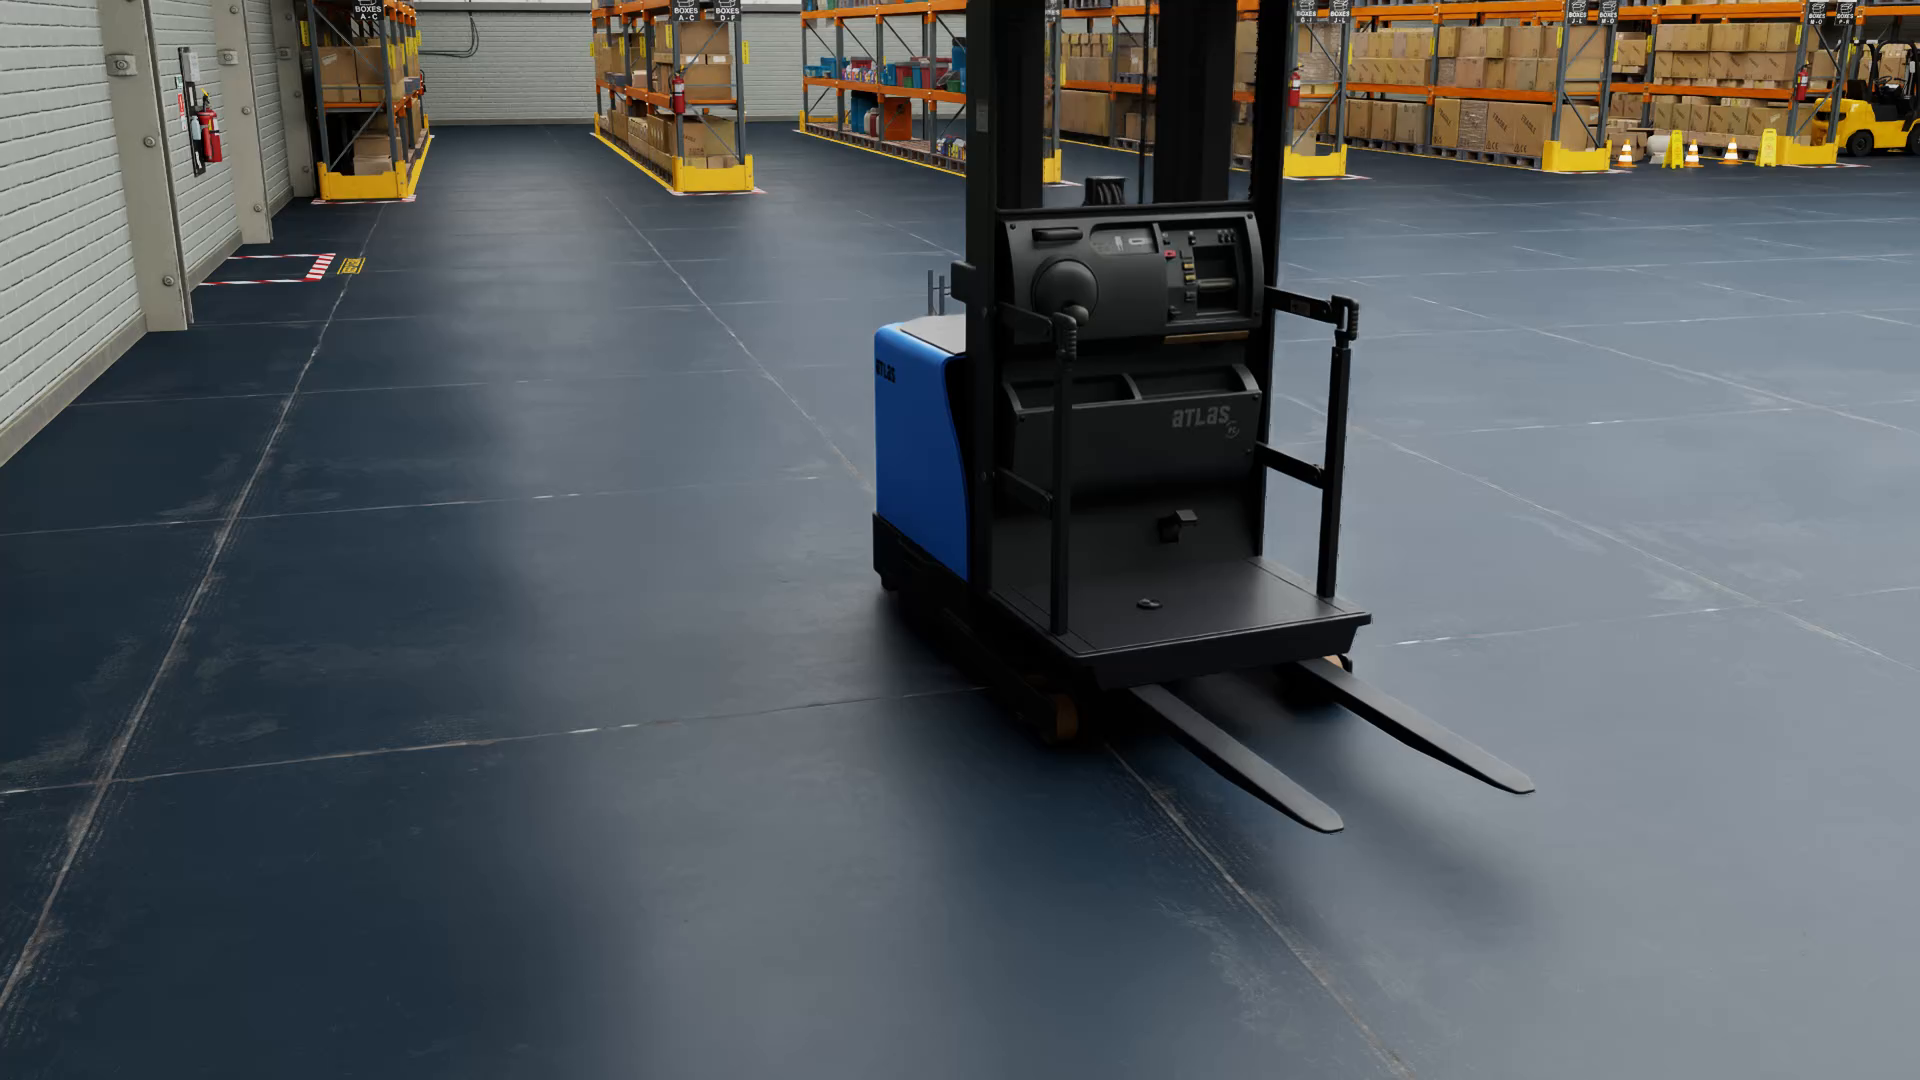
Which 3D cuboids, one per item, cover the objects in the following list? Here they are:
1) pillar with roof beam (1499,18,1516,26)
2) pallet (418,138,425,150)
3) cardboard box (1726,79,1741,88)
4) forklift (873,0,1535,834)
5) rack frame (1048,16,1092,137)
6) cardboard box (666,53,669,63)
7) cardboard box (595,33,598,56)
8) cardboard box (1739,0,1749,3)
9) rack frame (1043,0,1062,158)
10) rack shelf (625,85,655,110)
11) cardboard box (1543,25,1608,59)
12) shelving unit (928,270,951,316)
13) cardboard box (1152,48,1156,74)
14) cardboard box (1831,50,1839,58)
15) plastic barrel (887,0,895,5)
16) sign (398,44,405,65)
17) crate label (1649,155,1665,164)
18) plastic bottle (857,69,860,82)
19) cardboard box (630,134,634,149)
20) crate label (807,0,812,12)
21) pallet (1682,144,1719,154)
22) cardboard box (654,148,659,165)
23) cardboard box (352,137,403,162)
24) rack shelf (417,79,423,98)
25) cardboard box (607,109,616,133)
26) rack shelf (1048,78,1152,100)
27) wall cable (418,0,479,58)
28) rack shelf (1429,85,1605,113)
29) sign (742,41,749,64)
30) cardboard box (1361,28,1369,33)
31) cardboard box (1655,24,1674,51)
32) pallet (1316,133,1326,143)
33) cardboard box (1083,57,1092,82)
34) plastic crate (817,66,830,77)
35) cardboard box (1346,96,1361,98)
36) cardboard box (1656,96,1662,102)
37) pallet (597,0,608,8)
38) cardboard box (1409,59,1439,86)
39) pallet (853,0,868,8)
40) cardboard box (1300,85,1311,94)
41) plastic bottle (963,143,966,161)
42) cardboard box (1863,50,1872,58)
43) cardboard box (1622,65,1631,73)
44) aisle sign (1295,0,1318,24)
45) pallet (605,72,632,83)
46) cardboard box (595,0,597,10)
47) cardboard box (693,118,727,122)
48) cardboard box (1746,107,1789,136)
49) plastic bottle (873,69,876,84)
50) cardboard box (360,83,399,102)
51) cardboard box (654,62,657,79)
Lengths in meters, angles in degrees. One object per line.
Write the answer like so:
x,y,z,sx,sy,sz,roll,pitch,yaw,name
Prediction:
11.716,-16.425,46.489,9.100,9.000,0.400,-5,17,-15,pillar with roof beam
-11.474,-8.073,33.962,1.003,0.211,1.213,-5,17,-15,pallet
14.628,-8.570,31.205,0.380,0.149,0.250,-5,17,-16,cardboard box
0.668,-0.890,5.321,1.130,2.935,3.031,-7,18,-21,forklift
2.529,-10.791,38.163,1.000,3.000,0.127,-5,17,-15,rack frame
-4.416,-7.568,26.131,0.380,0.149,0.250,-5,17,-16,cardboard box
-8.077,-11.355,38.127,0.500,0.500,0.500,-5,17,-15,cardboard box
14.663,-10.005,30.767,0.380,0.149,0.250,-5,17,-17,cardboard box
1.065,-7.080,25.809,1.000,3.000,0.127,-5,17,-15,rack frame
-5.348,-8.005,30.138,1.077,0.370,4.000,-5,17,-15,rack shelf
10.559,-8.531,28.500,0.875,0.550,0.550,-5,17,-15,cardboard box
0.004,-0.571,7.266,0.258,1.200,0.189,-5,17,-15,shelving unit
4.162,-9.301,32.293,0.797,0.503,0.637,-3,17,-10,cardboard box
18.632,-10.261,35.096,0.380,0.149,0.250,-5,17,-16,cardboard box
-1.117,-10.726,31.859,0.600,0.901,0.600,0,17,0,plastic barrel
-9.041,-7.863,26.911,0.100,0.325,0.005,-5,17,-15,sign
12.747,-6.932,30.292,0.298,0.136,0.250,16,23,42,crate label
-2.122,-9.798,35.082,0.097,0.271,0.097,0,17,0,plastic bottle
-5.897,-7.480,31.189,0.500,0.250,0.500,-5,17,-17,cardboard box
-3.390,-12.591,39.198,0.408,0.251,0.502,-5,17,-15,crate label
14.475,-7.843,33.197,1.003,0.211,1.213,-5,17,-15,pallet
-4.697,-6.251,27.097,0.500,0.250,0.500,-5,17,-15,cardboard box
-8.875,-5.874,25.373,0.700,0.500,0.500,-6,18,-19,cardboard box
-12.308,-9.825,36.197,1.077,0.370,4.000,-5,17,-15,rack shelf
-7.426,-9.158,36.306,0.500,0.500,0.500,-5,17,-15,cardboard box
3.079,-9.894,36.425,1.077,0.370,4.000,-5,17,-15,rack shelf
-14.069,-13.702,42.821,3.097,2.526,0.112,-5,17,-15,wall cable
10.074,-8.045,30.271,1.077,0.370,4.000,-5,17,-15,rack shelf
-3.164,-7.185,24.514,0.100,0.325,0.005,-5,17,-15,sign
10.790,-13.399,43.804,0.380,0.149,0.250,-4,17,-14,cardboard box
14.168,-9.892,32.741,0.700,0.500,0.500,-5,17,-16,cardboard box
8.212,-8.930,36.813,1.003,0.211,1.213,-5,17,-15,pallet
2.977,-10.131,35.793,0.500,0.500,0.500,-5,18,-17,cardboard box
-3.137,-10.913,38.756,0.416,0.233,0.300,-5,17,-15,plastic crate
8.468,-9.622,36.582,0.500,0.250,0.500,-6,18,-18,cardboard box
17.193,-10.734,40.460,0.380,0.149,0.250,-5,17,-15,cardboard box
-6.885,-11.170,34.536,1.213,0.211,1.003,-5,17,-15,pallet
9.124,-9.114,32.405,0.500,0.500,0.500,-5,17,-16,cardboard box
-1.609,-11.223,34.715,1.003,0.211,1.213,-5,17,-15,pallet
5.550,-7.414,27.357,0.380,0.149,0.250,-5,17,-15,cardboard box
0.089,-6.494,27.815,0.061,0.283,0.133,-4,17,-14,plastic bottle
18.862,-10.005,34.244,0.380,0.149,0.250,-5,17,-16,cardboard box
13.794,-9.638,34.029,0.380,0.149,0.250,-5,17,-17,cardboard box
5.555,-8.676,26.603,0.394,0.787,0.004,-5,17,-15,aisle sign
-6.882,-9.688,34.822,1.003,0.211,1.213,-5,17,-15,pallet
-7.935,-12.041,37.369,0.500,0.250,0.500,-5,17,-15,cardboard box
-3.922,-6.375,26.206,0.500,0.500,0.500,-5,17,-15,cardboard box
14.884,-7.700,30.618,0.500,0.500,0.500,-5,17,-15,cardboard box
-1.719,-9.379,33.666,0.061,0.283,0.133,-5,17,-15,plastic bottle
-8.290,-6.395,23.753,0.500,0.250,0.500,-5,17,-17,cardboard box
-5.139,-8.204,29.375,0.500,0.500,0.500,-3,17,-11,cardboard box
